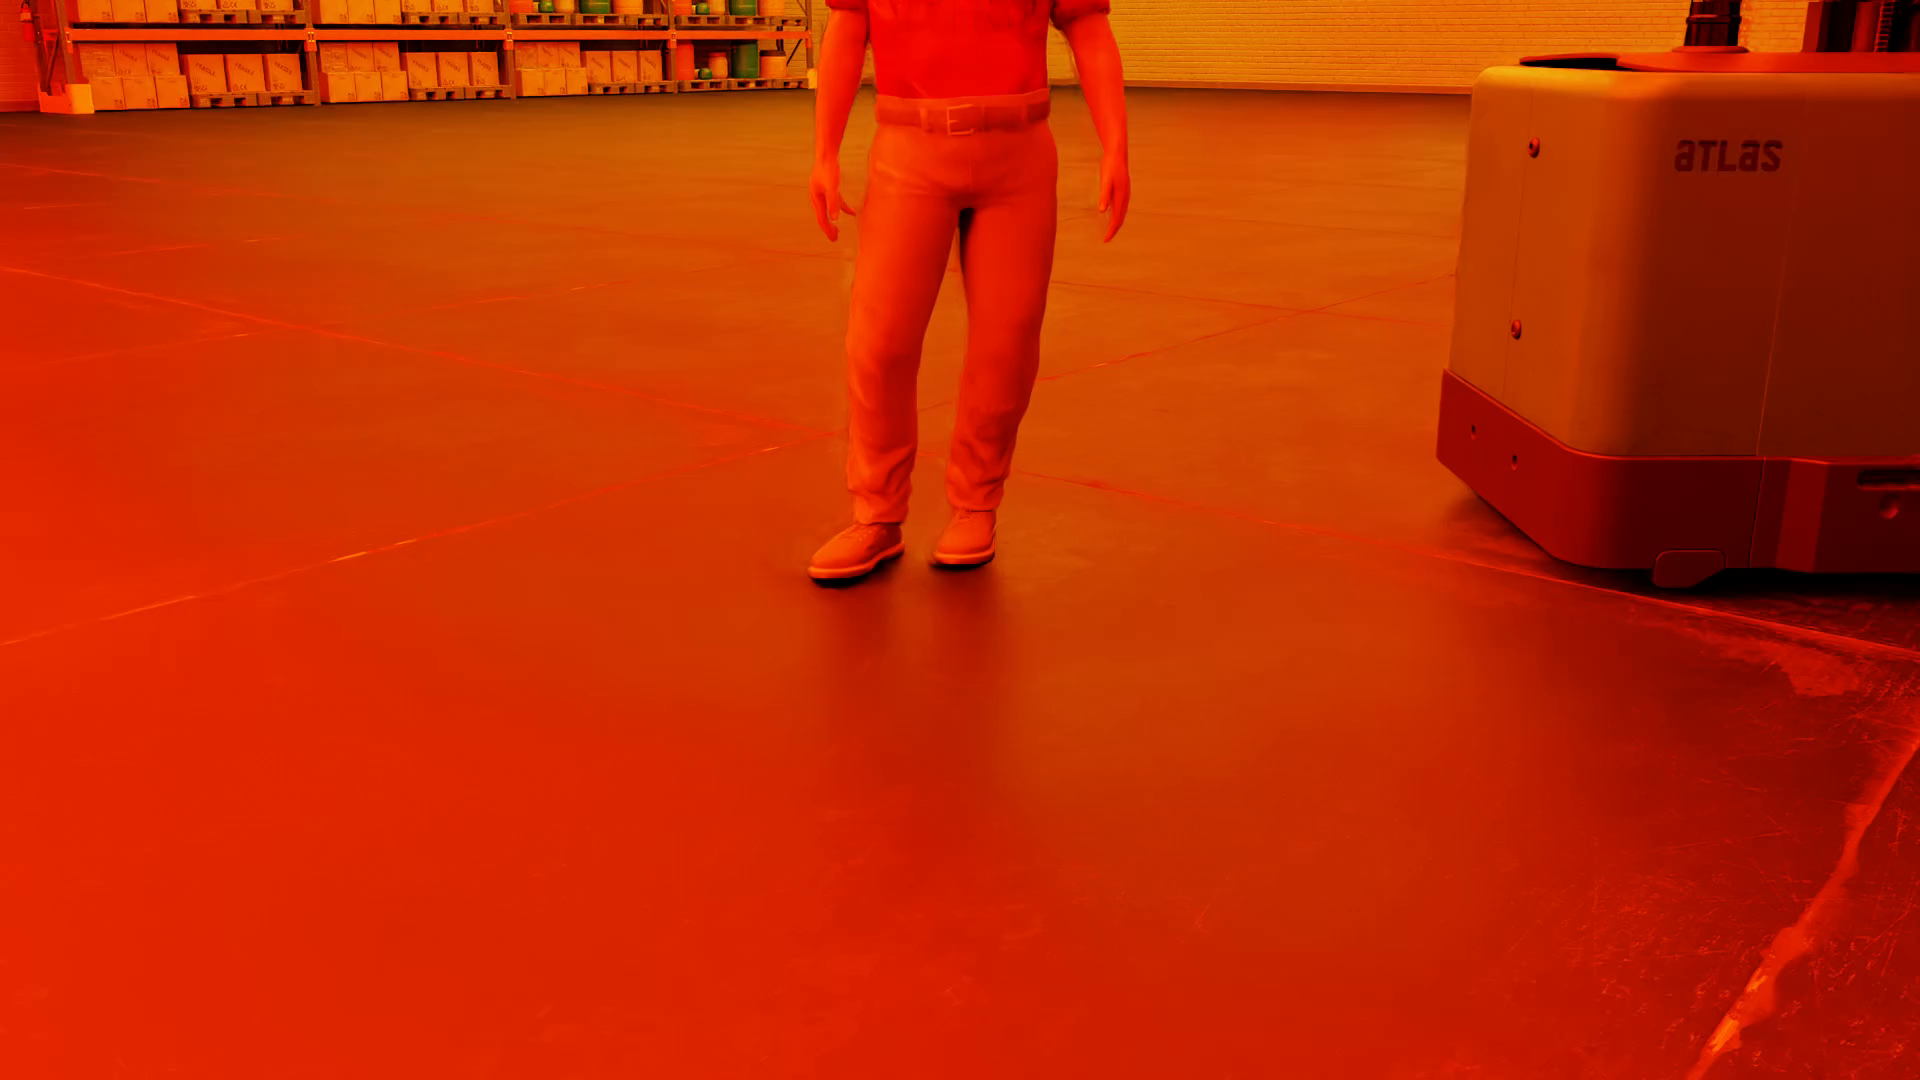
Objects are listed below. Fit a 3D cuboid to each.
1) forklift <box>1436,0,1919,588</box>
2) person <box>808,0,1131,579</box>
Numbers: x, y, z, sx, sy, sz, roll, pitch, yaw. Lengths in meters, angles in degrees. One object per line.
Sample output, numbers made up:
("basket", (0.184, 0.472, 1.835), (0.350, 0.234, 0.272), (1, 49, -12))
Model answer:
("forklift", (2.782, -1.431, 3.609), (3.031, 2.935, 1.130), (0, 17, -1))
("person", (0.004, -0.787, 3.580), (0.709, 1.716, 0.426), (-2, 17, -6))
